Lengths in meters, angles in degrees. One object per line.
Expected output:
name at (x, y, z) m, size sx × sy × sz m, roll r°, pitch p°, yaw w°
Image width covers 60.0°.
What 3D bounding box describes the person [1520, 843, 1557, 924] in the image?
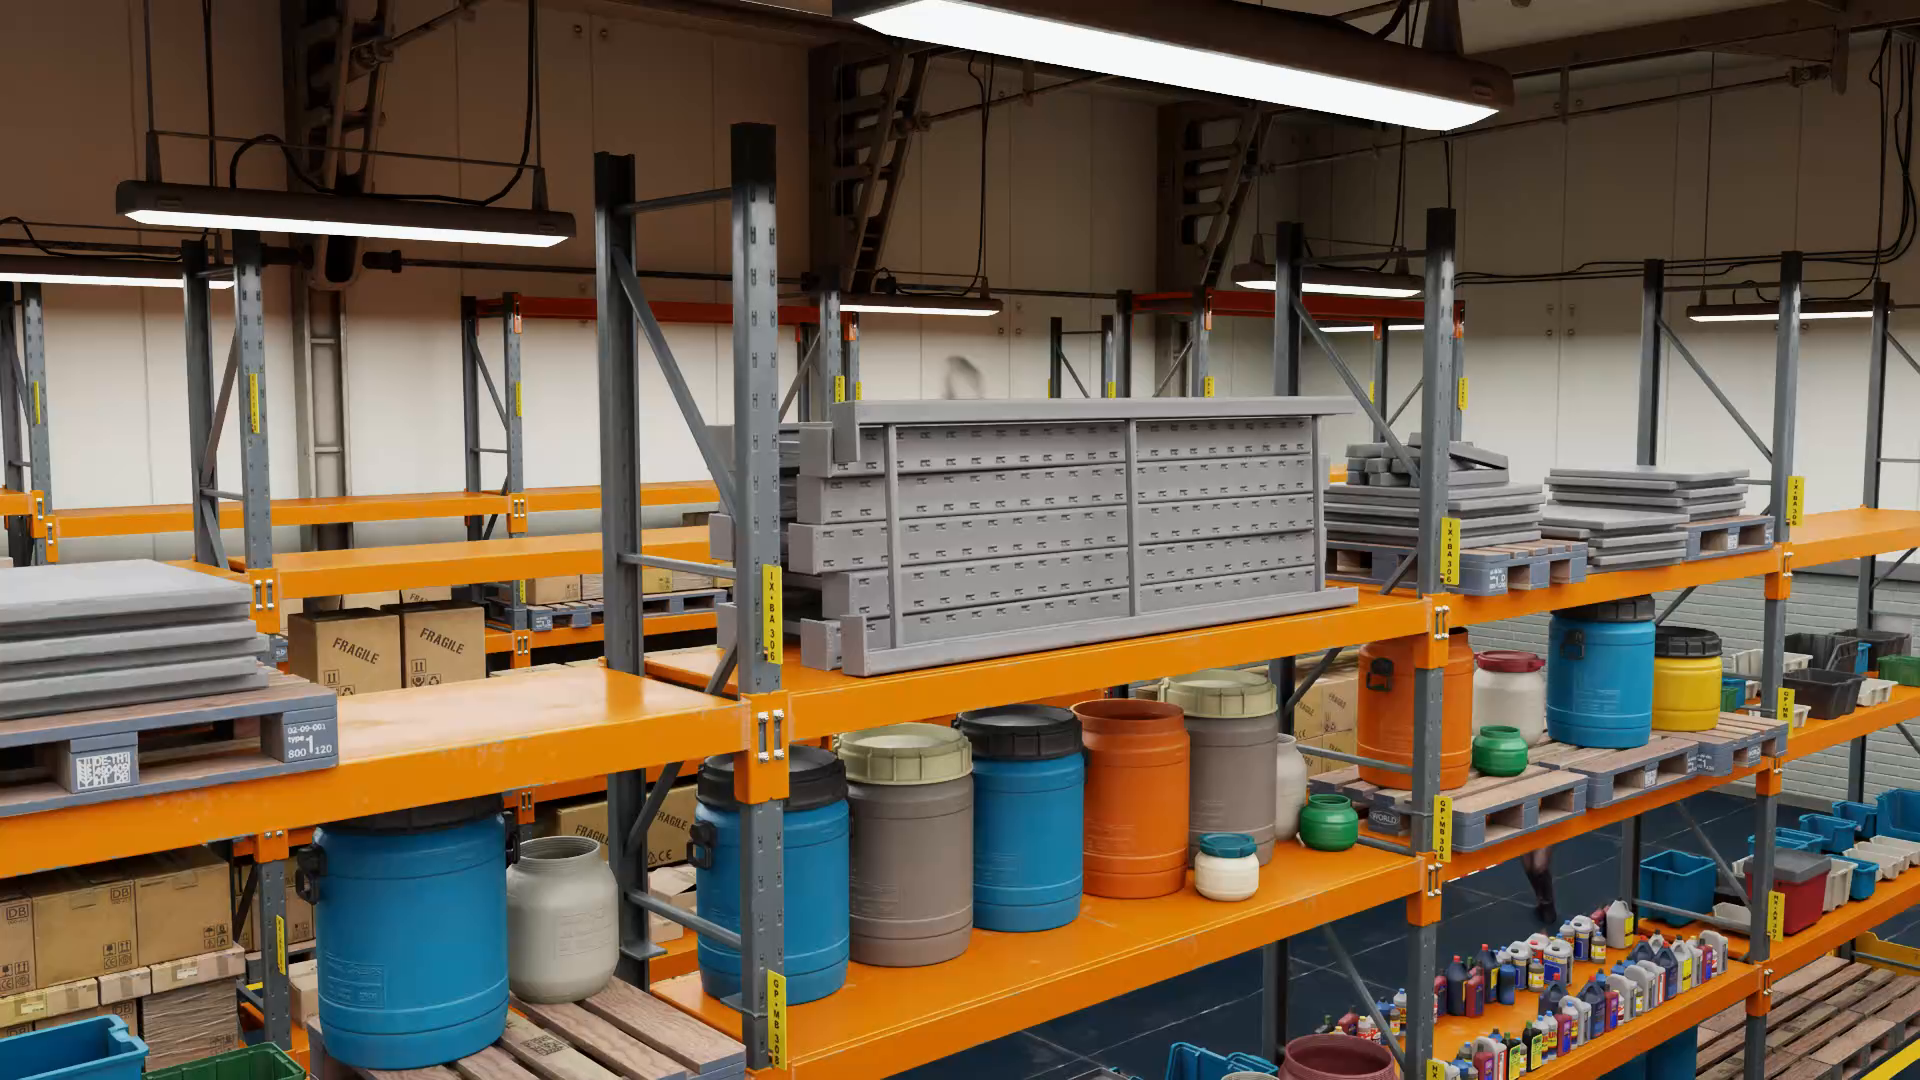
person at (5.546, 2.817, 16.072) m, size 0.620 × 1.731 × 0.626 m, roll 5°, pitch 7°, yaw 44°
